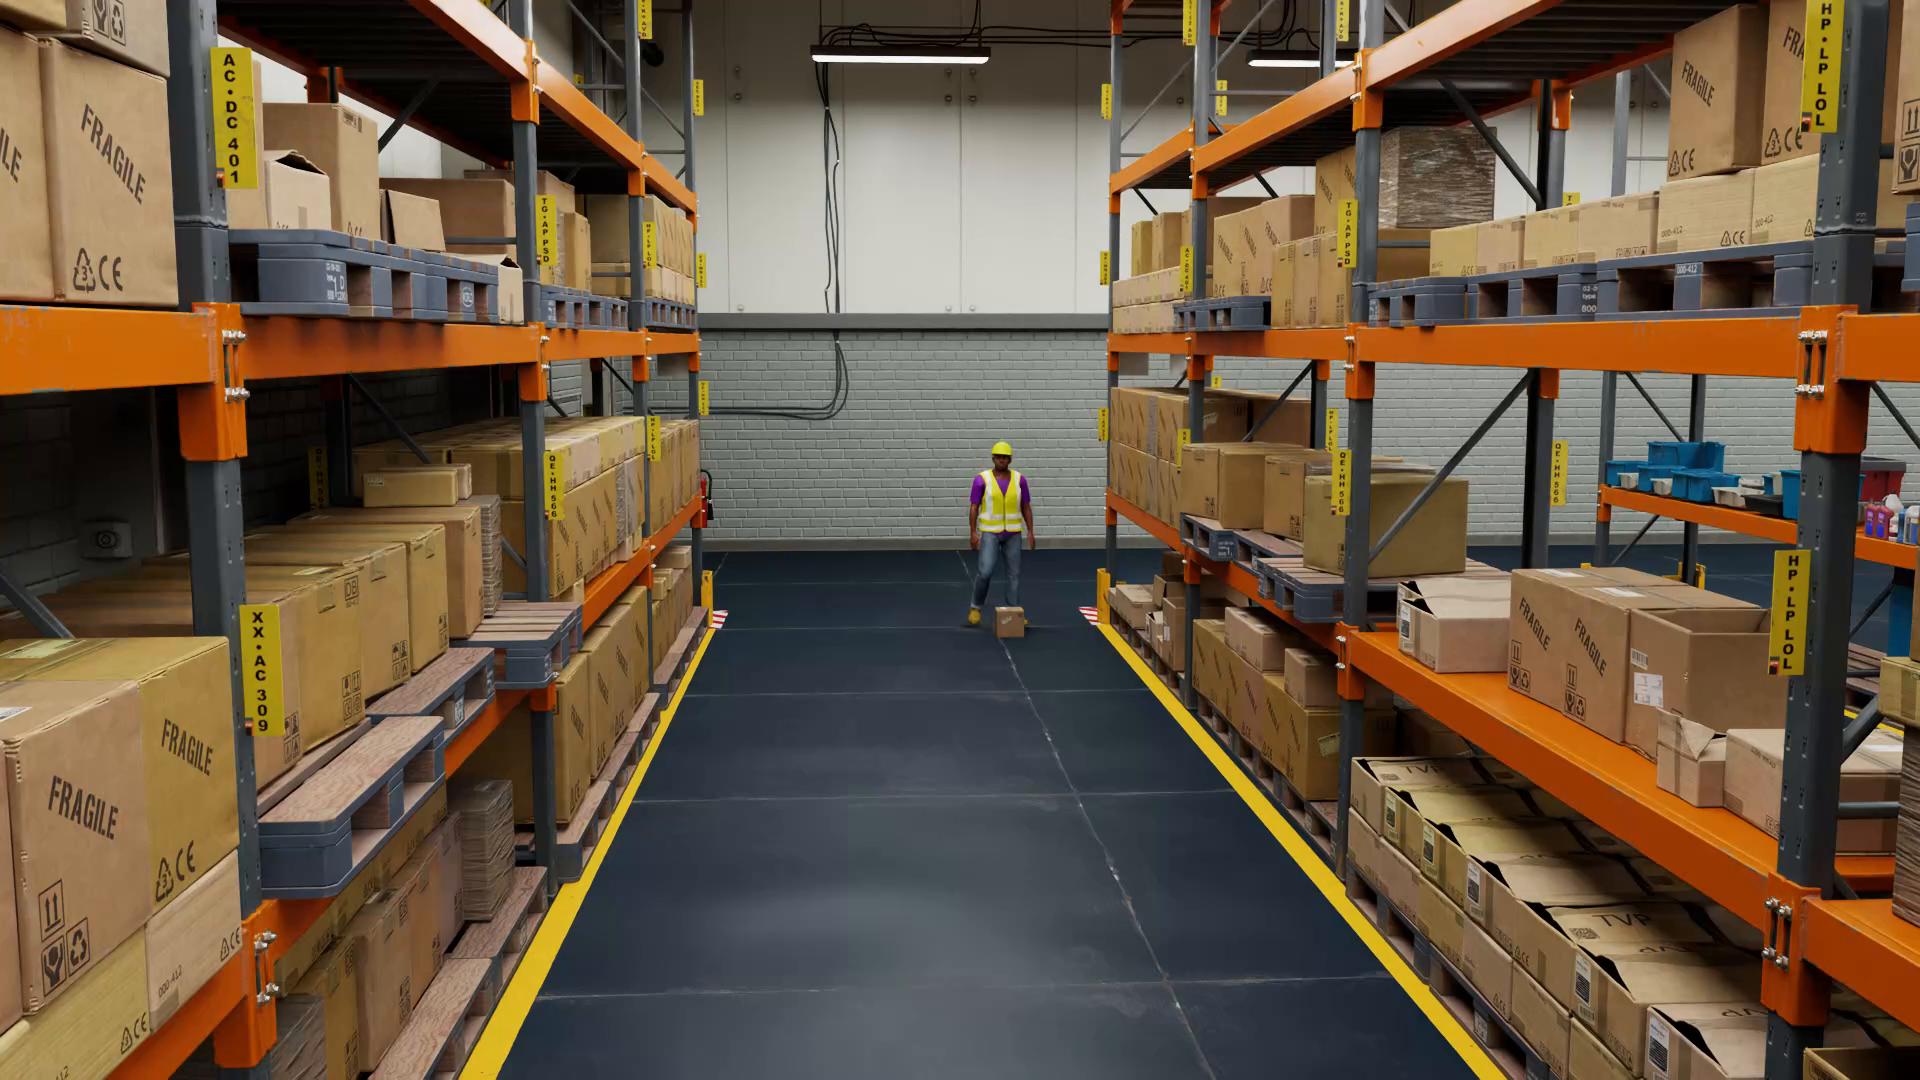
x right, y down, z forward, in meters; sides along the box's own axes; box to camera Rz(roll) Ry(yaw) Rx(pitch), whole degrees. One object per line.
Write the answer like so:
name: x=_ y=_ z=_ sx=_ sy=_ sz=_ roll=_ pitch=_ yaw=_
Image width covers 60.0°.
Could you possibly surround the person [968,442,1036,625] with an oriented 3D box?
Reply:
person: x=0.400 y=-0.058 z=15.962 sx=0.642 sy=1.773 sz=0.476 roll=-2 pitch=7 yaw=-14
